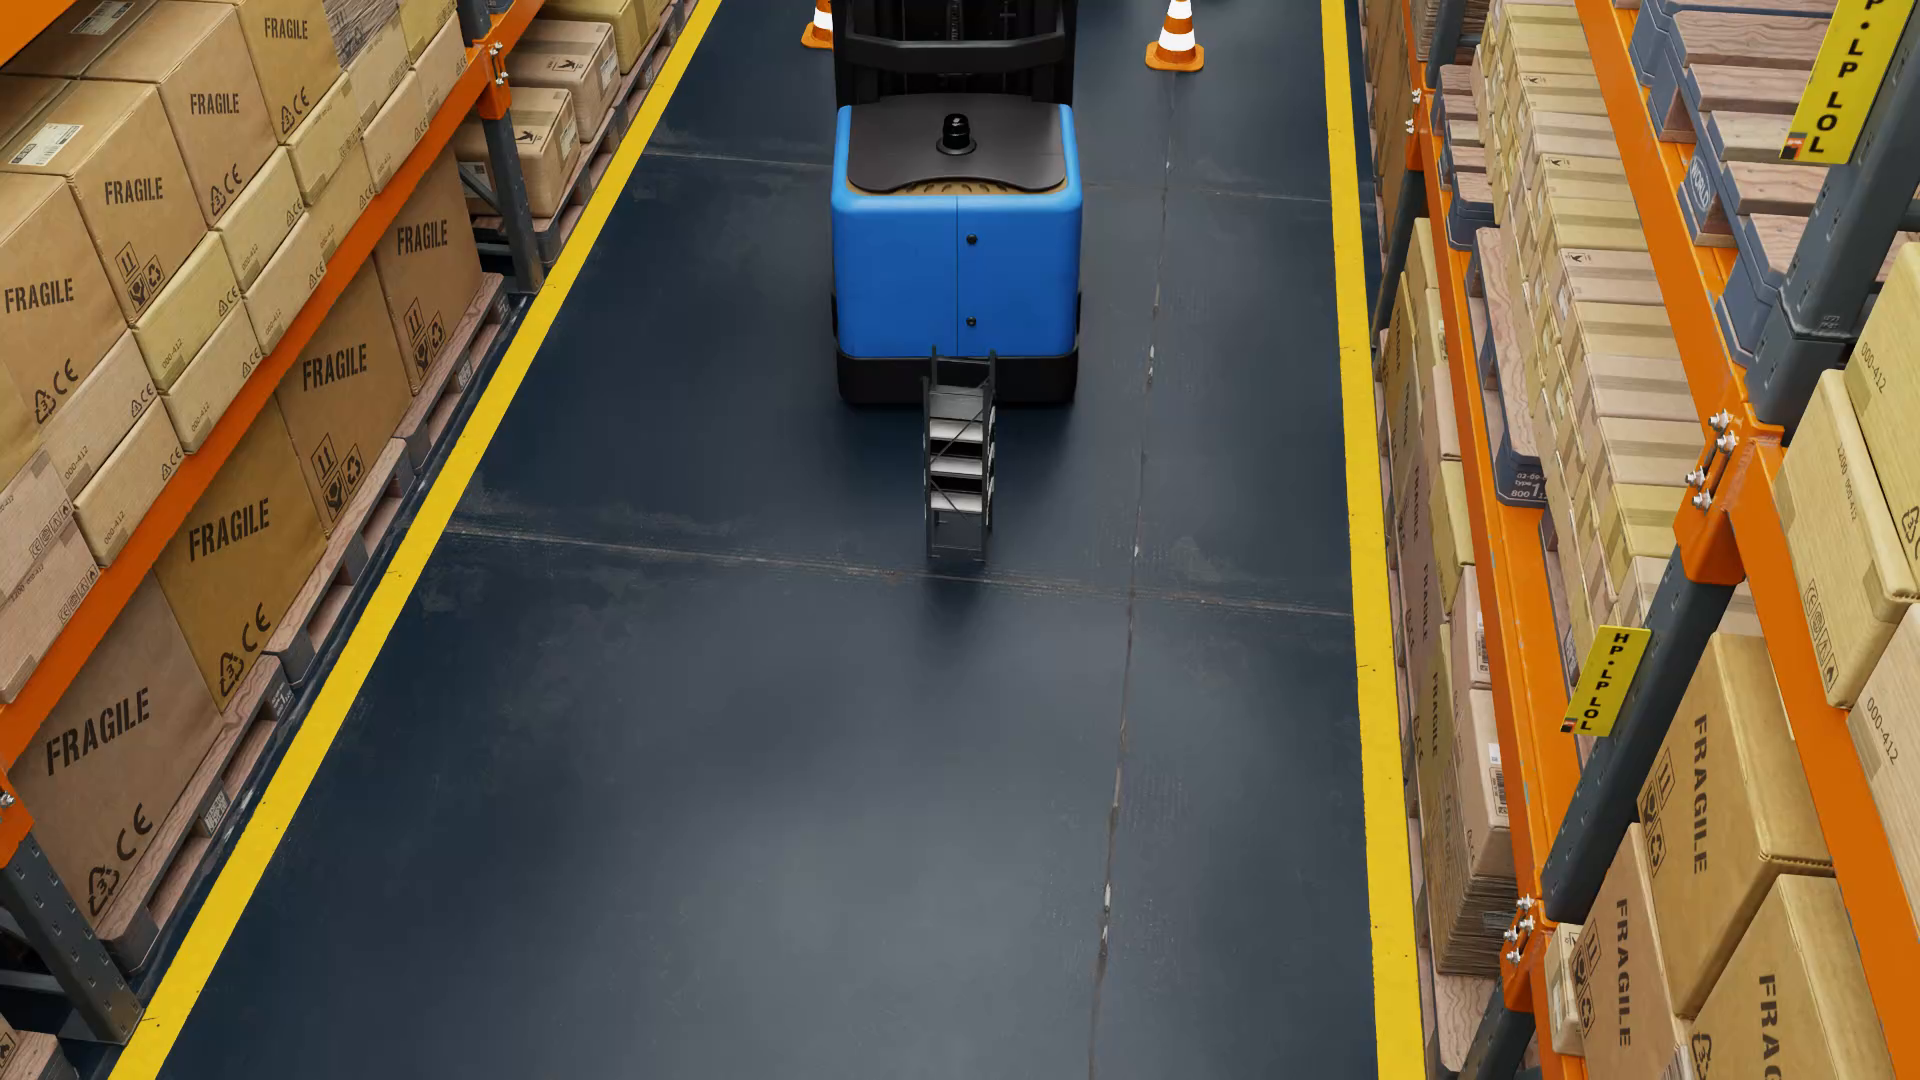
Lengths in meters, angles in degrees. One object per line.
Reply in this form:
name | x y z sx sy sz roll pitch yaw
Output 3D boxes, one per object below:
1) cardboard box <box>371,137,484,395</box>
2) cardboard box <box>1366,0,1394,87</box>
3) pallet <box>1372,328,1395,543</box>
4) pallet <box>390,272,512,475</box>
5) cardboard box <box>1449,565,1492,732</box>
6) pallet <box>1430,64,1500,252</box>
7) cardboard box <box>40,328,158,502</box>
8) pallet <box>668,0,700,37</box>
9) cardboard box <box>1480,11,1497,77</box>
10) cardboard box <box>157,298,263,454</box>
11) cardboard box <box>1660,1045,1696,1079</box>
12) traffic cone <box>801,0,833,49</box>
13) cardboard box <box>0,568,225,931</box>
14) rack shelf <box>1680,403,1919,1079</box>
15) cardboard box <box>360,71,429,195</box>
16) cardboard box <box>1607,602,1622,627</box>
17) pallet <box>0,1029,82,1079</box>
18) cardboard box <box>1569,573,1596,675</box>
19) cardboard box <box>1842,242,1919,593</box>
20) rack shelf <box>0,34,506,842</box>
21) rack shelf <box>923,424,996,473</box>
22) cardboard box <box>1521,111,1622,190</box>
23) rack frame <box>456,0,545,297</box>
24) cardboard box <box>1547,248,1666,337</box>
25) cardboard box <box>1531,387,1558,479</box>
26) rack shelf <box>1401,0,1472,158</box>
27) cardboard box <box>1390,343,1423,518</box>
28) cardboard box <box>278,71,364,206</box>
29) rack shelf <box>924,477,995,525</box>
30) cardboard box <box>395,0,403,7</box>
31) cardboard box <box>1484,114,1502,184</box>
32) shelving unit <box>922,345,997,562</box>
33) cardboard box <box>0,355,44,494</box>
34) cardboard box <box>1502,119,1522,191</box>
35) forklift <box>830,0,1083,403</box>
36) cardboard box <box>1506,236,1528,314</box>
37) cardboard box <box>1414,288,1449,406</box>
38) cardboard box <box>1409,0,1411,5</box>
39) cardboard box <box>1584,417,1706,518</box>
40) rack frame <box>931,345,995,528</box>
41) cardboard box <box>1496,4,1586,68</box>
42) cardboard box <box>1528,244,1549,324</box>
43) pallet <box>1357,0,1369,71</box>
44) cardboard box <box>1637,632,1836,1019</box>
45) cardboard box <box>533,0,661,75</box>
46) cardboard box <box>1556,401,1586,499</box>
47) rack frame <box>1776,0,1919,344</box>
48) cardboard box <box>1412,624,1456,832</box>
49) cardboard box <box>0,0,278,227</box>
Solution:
cardboard box | -2.691 -1.263 7.142 0.875 0.875 0.875 5 44 5
cardboard box | 2.807 -2.938 9.002 1.050 0.750 0.750 5 44 6
pallet | 2.298 -0.419 7.039 1.003 0.211 1.213 5 44 6
pallet | -2.696 -0.803 7.444 1.003 0.211 1.213 5 44 6
cardboard box | 1.803 0.365 5.150 0.500 0.250 0.500 7 44 7
pallet | 2.414 -1.399 6.186 1.213 0.211 1.003 5 44 6
cardboard box | -2.667 -0.379 4.714 0.500 0.250 0.500 6 44 6
pallet | -2.090 -3.528 10.323 1.003 0.211 1.213 5 44 6
cardboard box | 2.140 -1.823 6.154 0.380 0.149 0.250 7 44 7
cardboard box | -2.576 -0.541 5.249 0.500 0.250 0.500 5 44 5
cardboard box | 1.500 1.270 2.938 0.500 0.500 0.500 5 44 5
traffic cone | -0.765 -3.178 9.770 0.336 0.463 0.334 5 44 6
cardboard box | -3.043 0.570 5.207 0.875 0.875 0.875 6 44 7
rack shelf | 1.609 1.297 1.540 1.077 0.370 4.000 5 44 6
cardboard box | -2.379 -1.573 6.339 0.500 0.250 0.500 6 44 6
cardboard box | 1.731 0.303 3.909 0.380 0.149 0.250 6 44 7
pallet | -3.224 1.904 4.585 1.003 0.211 1.213 5 44 6
cardboard box | 1.764 0.235 4.198 0.380 0.149 0.250 5 44 6
cardboard box | 1.572 -0.148 2.289 0.500 0.250 0.500 7 44 7
rack shelf | -2.782 -0.721 5.853 1.077 0.370 4.000 5 44 6
rack shelf | -0.001 -0.362 6.396 0.258 0.077 0.200 5 44 6
cardboard box | 2.010 -1.229 5.311 0.380 0.149 0.250 7 44 7
rack frame | -2.517 -2.346 7.045 1.000 3.000 0.127 5 44 6
cardboard box | 1.907 -0.695 4.747 0.380 0.149 0.250 3 44 4
cardboard box | 1.863 -0.296 4.758 0.380 0.149 0.250 4 44 4
rack shelf | 2.667 -3.066 8.330 1.077 0.370 4.000 5 44 6
cardboard box | 1.993 -0.407 6.511 0.500 0.500 0.500 6 44 6
cardboard box | -2.441 -1.419 5.812 0.500 0.250 0.500 4 44 4
rack shelf | -0.001 -0.166 6.581 0.258 0.077 0.200 5 44 6
cardboard box | -2.326 -2.369 6.270 0.500 0.500 0.500 4 44 4
cardboard box | 2.073 -1.372 5.895 0.380 0.149 0.250 7 44 8
shelving unit | -0.001 -0.321 6.435 0.258 0.900 0.210 5 44 6
cardboard box | -2.703 -0.293 4.077 0.500 0.500 0.500 6 44 6
cardboard box | 2.041 -1.283 5.585 0.380 0.149 0.250 5 44 6
forklift | -0.030 -2.656 7.423 1.130 2.935 3.031 -1 43 -1
cardboard box | 1.970 -0.835 5.328 0.380 0.149 0.250 6 44 6
cardboard box | 2.005 -0.688 6.262 0.500 0.250 0.500 5 44 5
cardboard box | 2.263 -2.672 7.317 0.500 0.500 0.500 5 44 6
cardboard box | 1.804 -0.166 4.188 0.380 0.149 0.250 4 44 4
rack frame | 0.012 -0.391 6.508 0.240 0.900 0.006 5 44 6
cardboard box | 2.117 -1.761 5.873 0.380 0.149 0.250 4 44 4
cardboard box | 1.939 -0.760 5.032 0.380 0.149 0.250 7 44 7
pallet | 2.904 -3.145 9.918 1.003 0.211 1.213 5 44 6
cardboard box | 1.573 0.540 2.982 0.500 0.500 0.500 6 44 7
cardboard box | -2.237 -2.948 9.287 0.950 0.372 0.625 7 44 7
cardboard box | 1.832 -0.232 4.474 0.380 0.149 0.250 4 44 4
rack frame | 1.874 -1.417 1.701 1.000 3.000 0.127 5 44 6
cardboard box | 1.790 0.640 5.405 0.500 0.500 0.500 4 44 5
cardboard box | -2.532 -1.336 5.180 0.500 0.500 0.500 5 44 5
